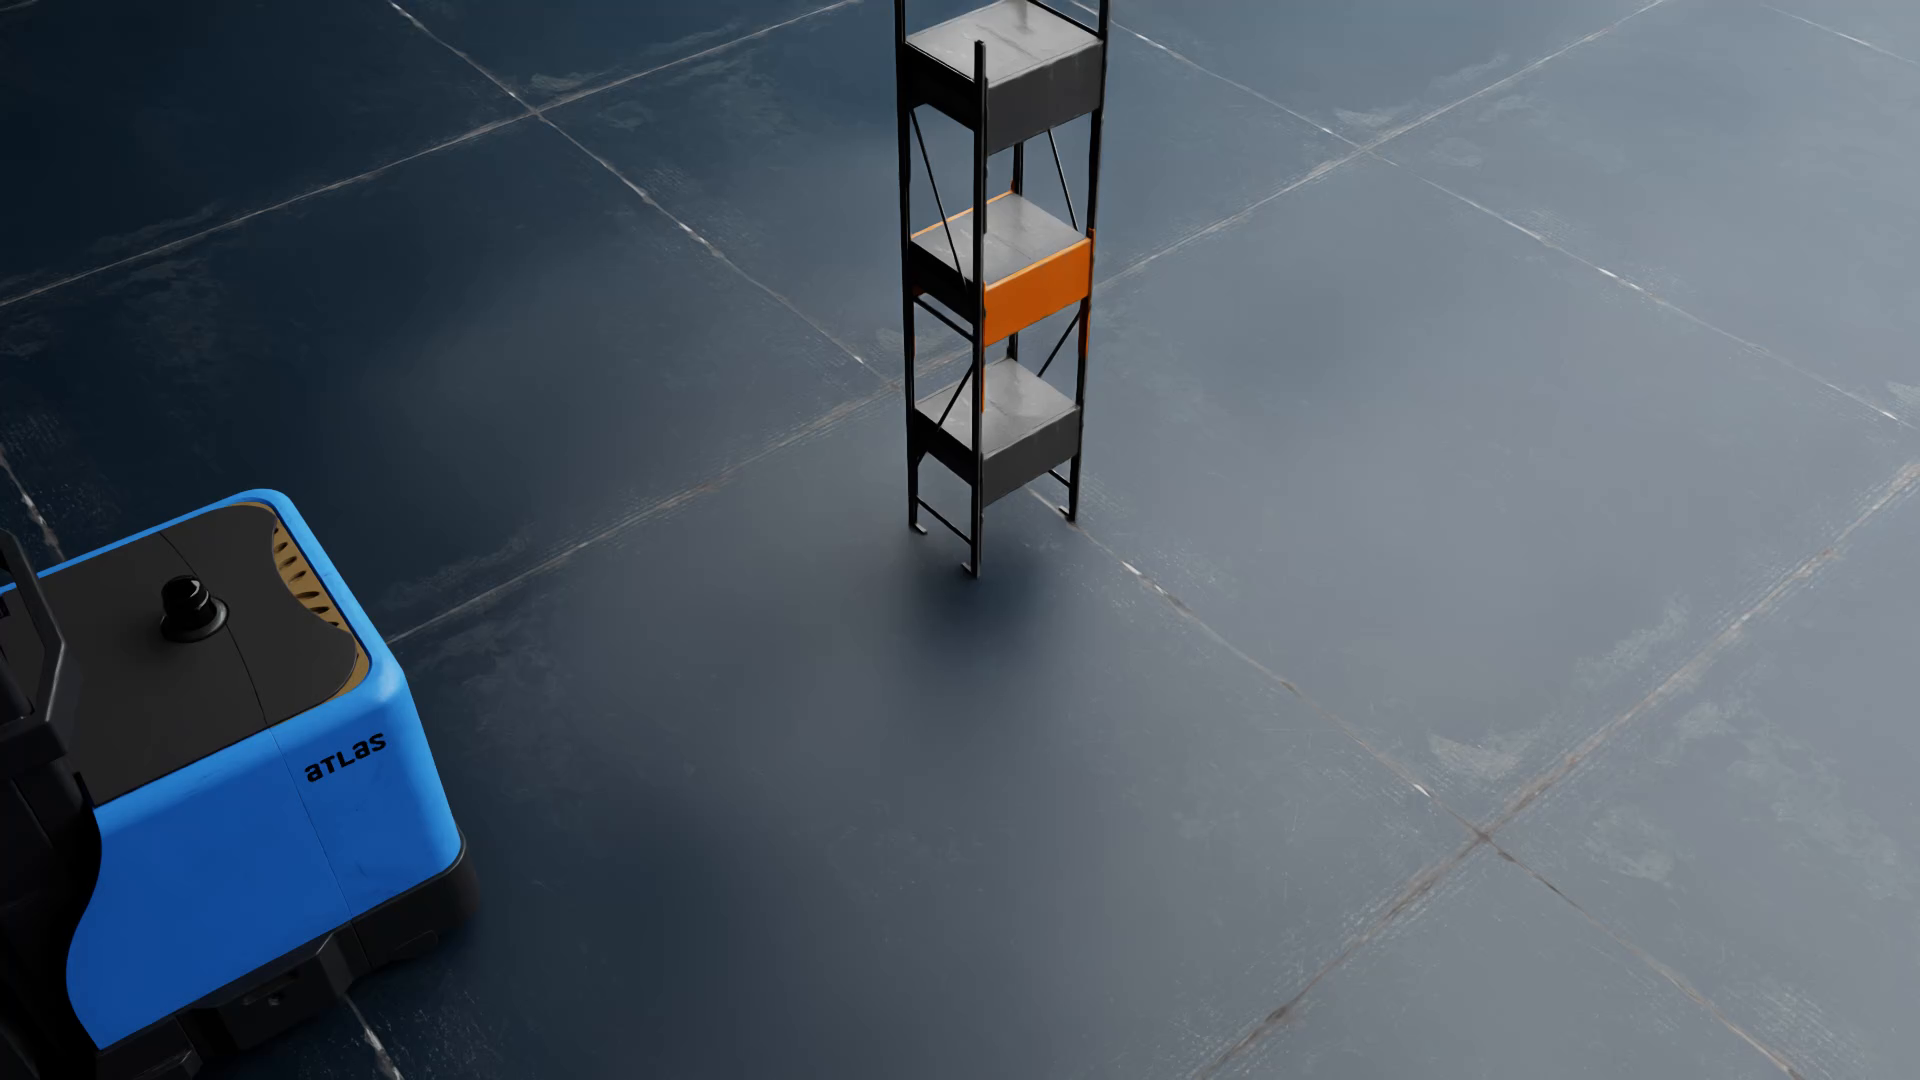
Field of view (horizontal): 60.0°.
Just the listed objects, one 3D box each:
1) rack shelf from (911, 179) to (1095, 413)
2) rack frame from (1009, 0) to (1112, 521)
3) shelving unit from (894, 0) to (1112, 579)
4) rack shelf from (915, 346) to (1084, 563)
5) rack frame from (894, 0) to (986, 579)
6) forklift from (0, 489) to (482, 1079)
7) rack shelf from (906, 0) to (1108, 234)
[{"bbox_3d":[0.127,-0.828,5.618,0.480,0.518,0.431,-30,51,-28],"label":"rack shelf"},{"bbox_3d":[0.314,-0.945,5.723,0.015,2.100,0.400,-30,51,-28],"label":"rack frame"},{"bbox_3d":[0.127,-0.838,5.609,0.503,2.100,0.431,-30,51,-28],"label":"shelving unit"},{"bbox_3d":[0.127,-0.318,6.097,0.480,0.518,0.431,-30,51,-28],"label":"rack shelf"},{"bbox_3d":[-0.060,-0.731,5.494,0.015,2.100,0.400,-30,51,-28],"label":"rack frame"},{"bbox_3d":[-2.928,0.401,3.682,3.031,2.935,1.130,-27,49,-26],"label":"forklift"},{"bbox_3d":[0.127,-1.338,5.139,0.480,0.518,0.431,-30,51,-28],"label":"rack shelf"}]
